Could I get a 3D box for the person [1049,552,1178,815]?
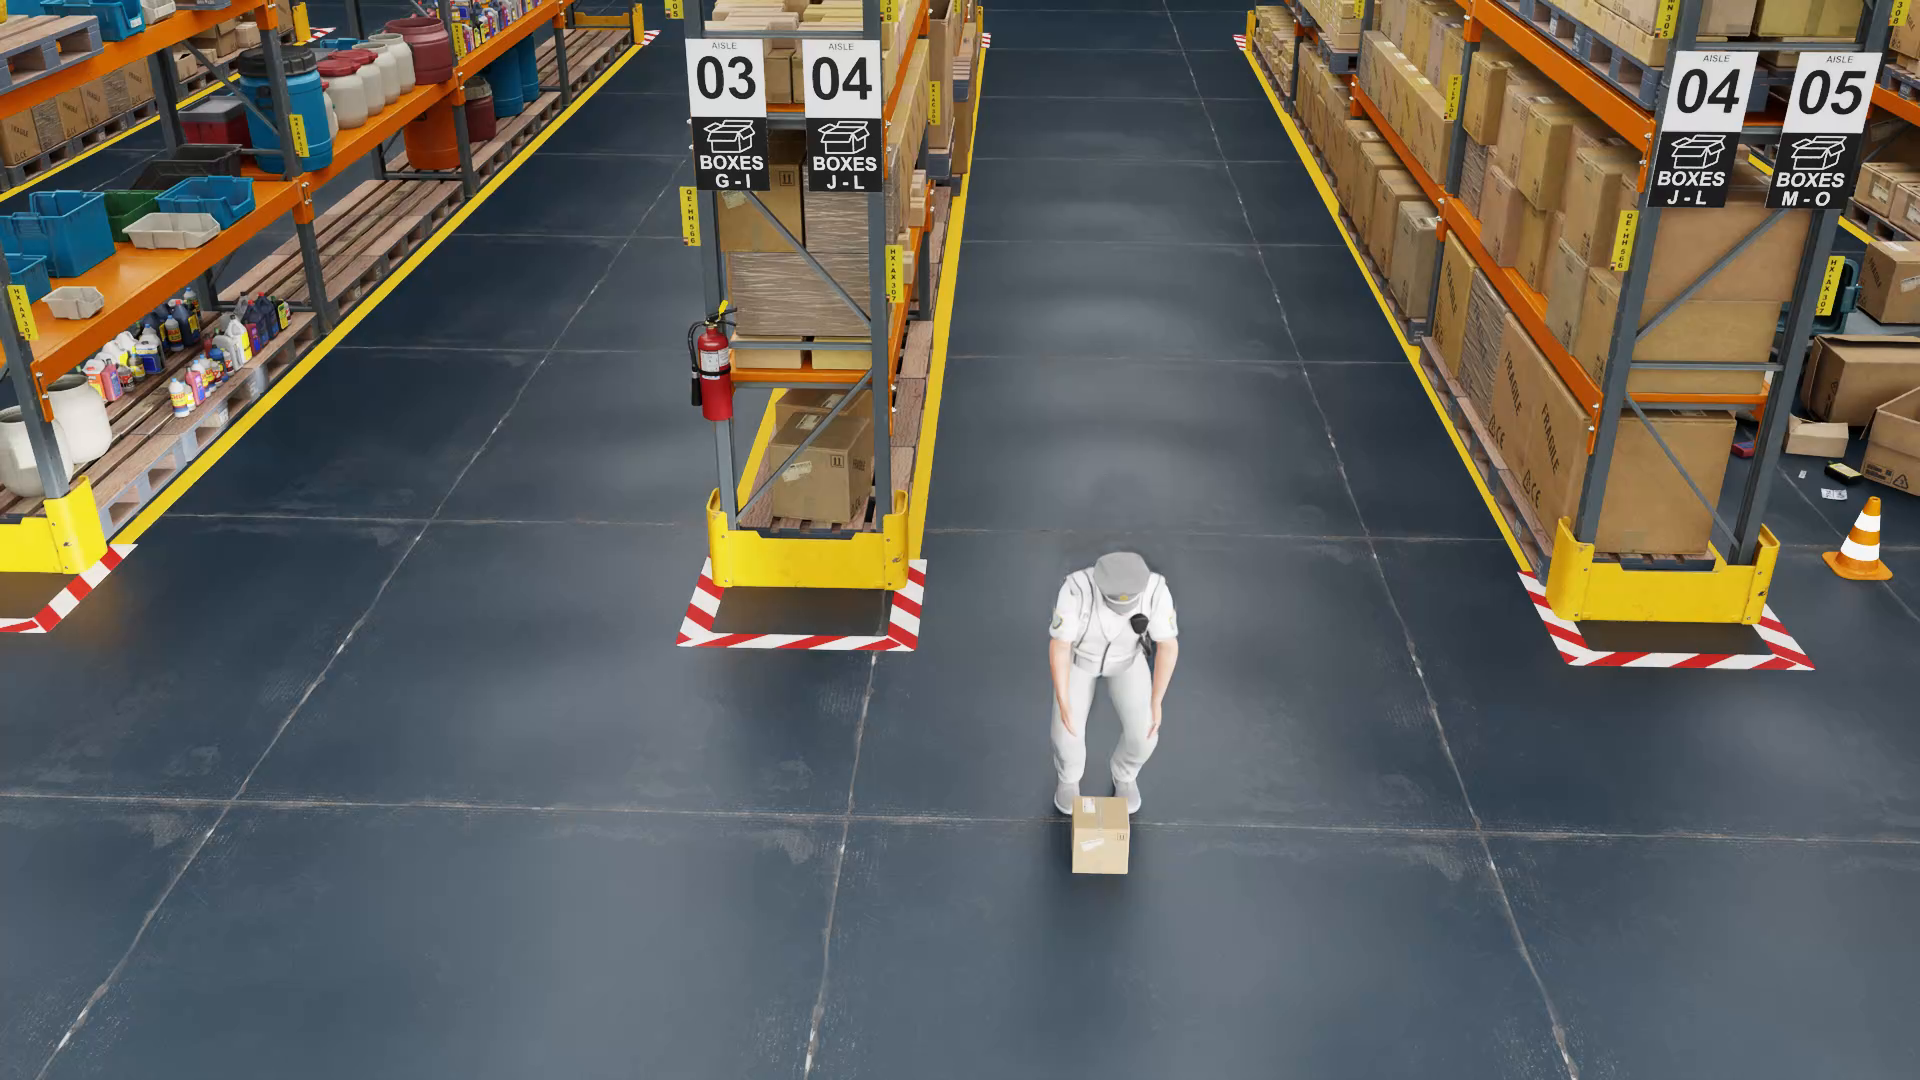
[{"bbox_3d":[0.704,0.622,7.749,0.589,1.468,0.772,1,28,2],"label":"person"}]
